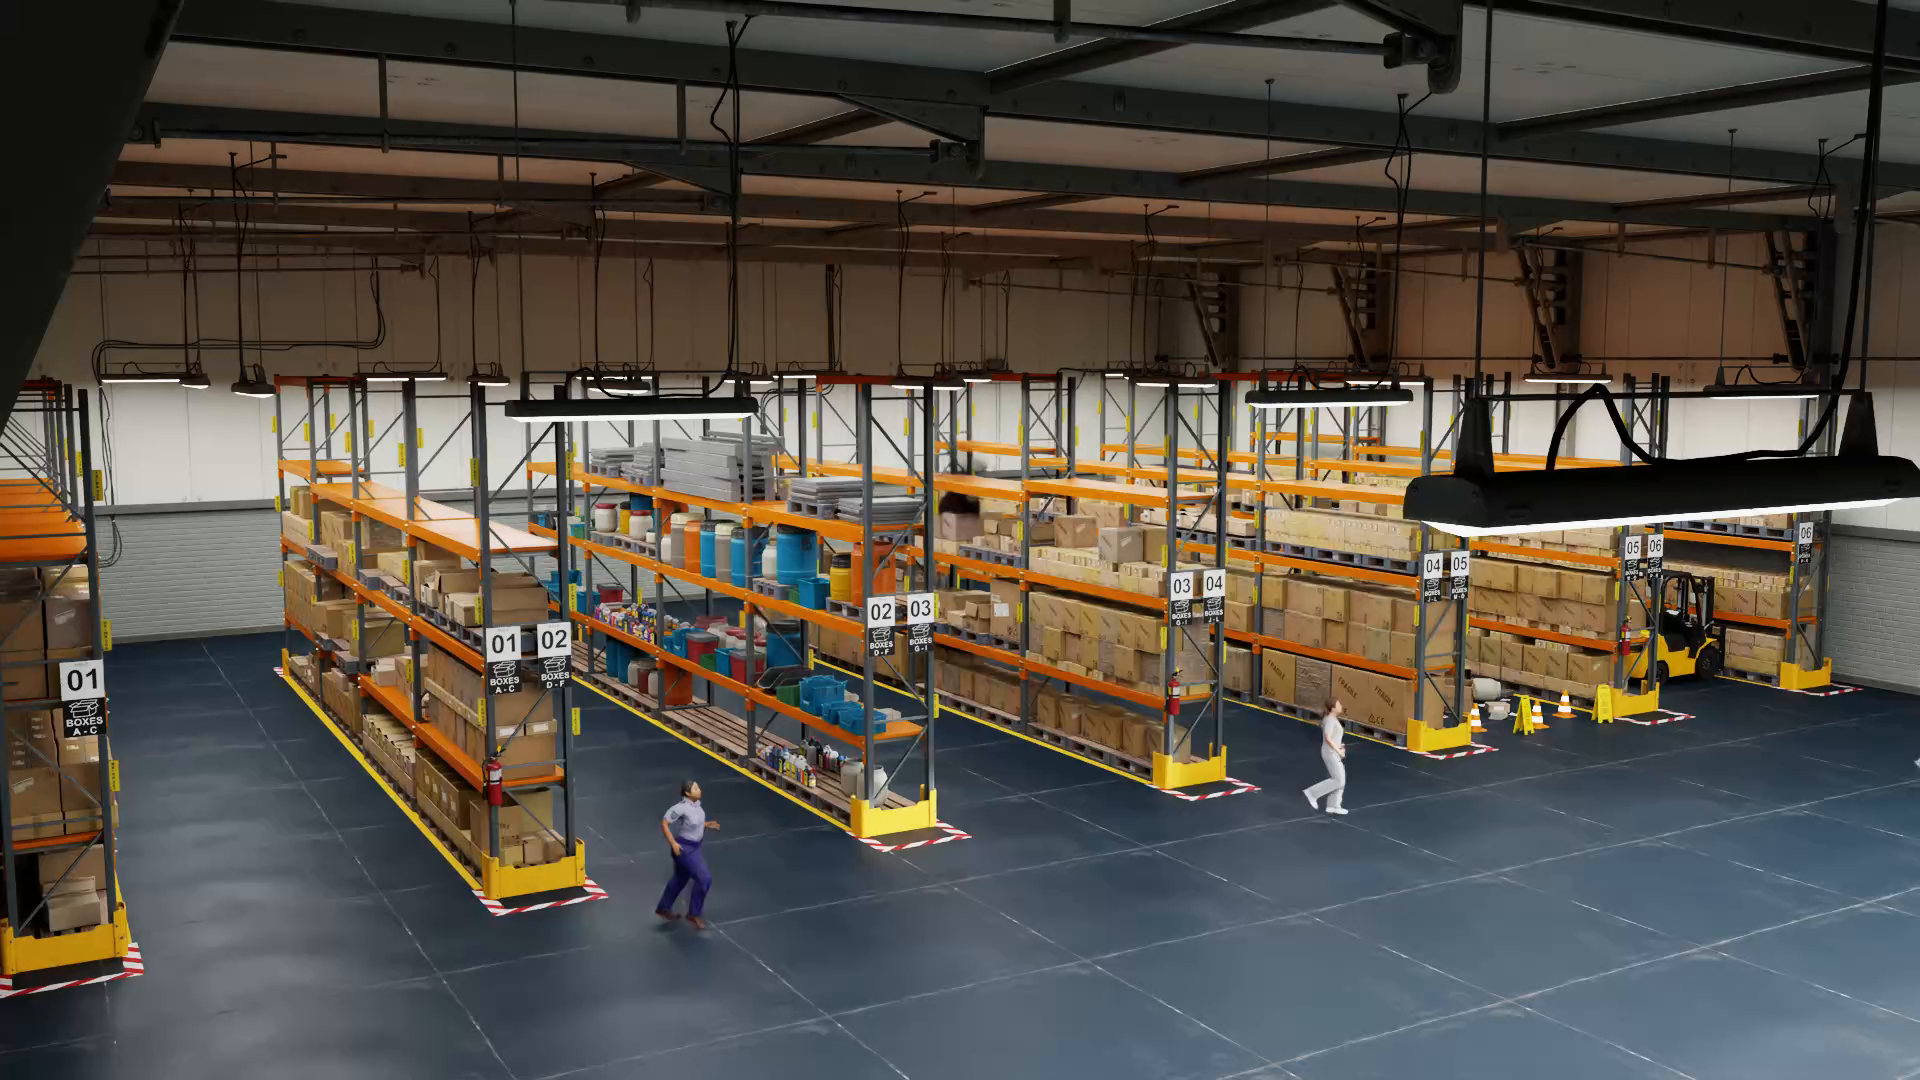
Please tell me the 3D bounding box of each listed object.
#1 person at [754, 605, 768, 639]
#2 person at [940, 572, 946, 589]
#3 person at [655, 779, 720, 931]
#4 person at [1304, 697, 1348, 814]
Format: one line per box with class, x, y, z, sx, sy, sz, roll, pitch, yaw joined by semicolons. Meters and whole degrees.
person;-3.869;2.021;32.124;0.548;1.575;0.802;-6;8;-42
person;-0.540;0.890;41.893;0.873;1.711;0.567;-4;7;-32
person;-3.055;3.498;18.574;0.746;1.700;0.596;0;6;2
person;5.112;2.993;23.161;0.616;1.646;0.586;1;6;8
